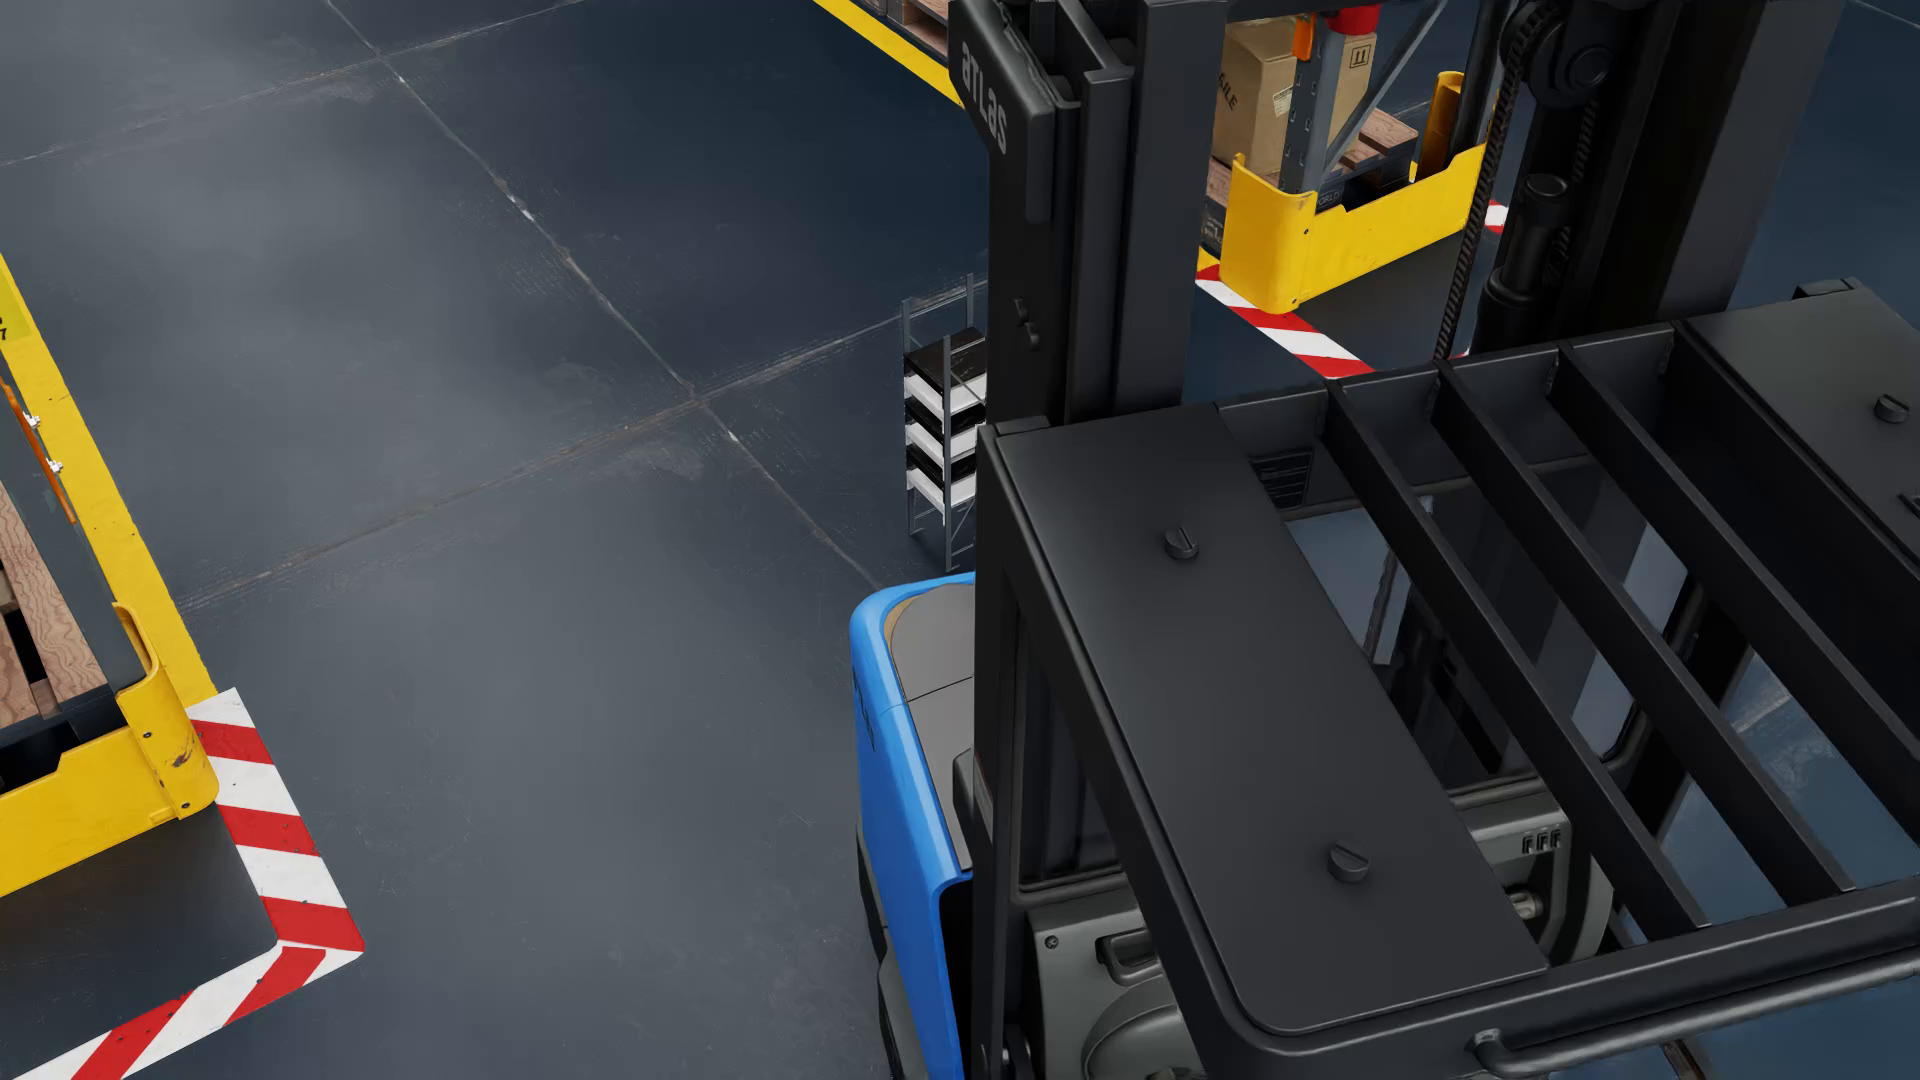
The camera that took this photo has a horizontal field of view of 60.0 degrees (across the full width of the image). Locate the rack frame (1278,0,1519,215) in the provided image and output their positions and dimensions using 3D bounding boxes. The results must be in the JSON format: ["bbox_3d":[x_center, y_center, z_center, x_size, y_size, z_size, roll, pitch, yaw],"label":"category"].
[{"bbox_3d":[1.573,-2.182,5.364,1.000,3.000,0.127,-26,49,-24],"label":"rack frame"}]

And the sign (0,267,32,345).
[{"bbox_3d":[-2.036,-0.541,3.443,0.100,0.325,0.005,-26,49,-24],"label":"sign"}]

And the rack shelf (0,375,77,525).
[{"bbox_3d":[-3.633,-1.098,4.749,1.077,0.370,4.000,-26,49,-24],"label":"rack shelf"}]

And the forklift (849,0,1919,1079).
[{"bbox_3d":[0.619,0.729,2.364,1.130,2.935,3.031,-10,45,-11],"label":"forklift"}]

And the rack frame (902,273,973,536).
[{"bbox_3d":[-0.063,-0.388,5.004,0.240,0.900,0.006,-26,49,-24],"label":"rack frame"}]

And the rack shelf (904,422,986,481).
[{"bbox_3d":[-0.005,-0.306,4.967,0.258,0.077,0.200,-26,49,-24],"label":"rack shelf"}]

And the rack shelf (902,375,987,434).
[{"bbox_3d":[-0.005,-0.436,4.843,0.258,0.077,0.200,-26,49,-24],"label":"rack shelf"}]

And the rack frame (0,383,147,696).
[{"bbox_3d":[-2.489,-0.226,3.314,1.000,3.000,0.127,-26,49,-24],"label":"rack frame"}]

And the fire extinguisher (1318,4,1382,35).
[{"bbox_3d":[1.261,-1.907,5.132,0.296,0.674,0.183,-26,49,-24],"label":"fire extinguisher"}]

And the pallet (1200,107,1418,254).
[{"bbox_3d":[1.094,-1.691,6.868,1.003,0.211,1.213,-26,49,-24],"label":"pallet"}]

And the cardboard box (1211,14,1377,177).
[{"bbox_3d":[1.230,-1.790,6.459,0.500,0.500,0.500,-17,46,-17],"label":"cardboard box"}]

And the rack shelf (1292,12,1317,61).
[{"bbox_3d":[0.429,-3.055,6.798,1.077,0.370,4.000,-26,49,-24],"label":"rack shelf"}]

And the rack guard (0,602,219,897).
[{"bbox_3d":[-2.571,0.654,4.203,1.175,0.500,0.348,-26,49,-24],"label":"rack guard"}]

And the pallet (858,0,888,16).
[{"bbox_3d":[-0.302,-3.073,8.316,1.003,0.211,1.213,-26,49,-24],"label":"pallet"}]

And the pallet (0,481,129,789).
[{"bbox_3d":[-3.032,0.296,4.787,1.003,0.211,1.213,-26,49,-24],"label":"pallet"}]

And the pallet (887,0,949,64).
[{"bbox_3d":[0.400,-2.381,7.591,1.003,0.211,1.213,-26,49,-24],"label":"pallet"}]

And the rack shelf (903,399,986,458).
[{"bbox_3d":[-0.005,-0.371,4.905,0.258,0.077,0.200,-26,49,-24],"label":"rack shelf"}]

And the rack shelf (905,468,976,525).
[{"bbox_3d":[-0.005,-0.176,5.091,0.258,0.077,0.200,-26,49,-24],"label":"rack shelf"}]

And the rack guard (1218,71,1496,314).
[{"bbox_3d":[1.530,-1.321,6.272,1.175,0.500,0.348,-26,49,-24],"label":"rack guard"}]

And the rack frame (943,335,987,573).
[{"bbox_3d":[0.054,-0.273,4.884,0.240,0.900,0.006,-26,49,-24],"label":"rack frame"}]

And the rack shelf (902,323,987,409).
[{"bbox_3d":[-0.005,-0.501,4.781,0.258,0.077,0.200,-26,49,-24],"label":"rack shelf"}]

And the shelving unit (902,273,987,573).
[{"bbox_3d":[-0.005,-0.330,4.944,0.258,0.900,0.210,-26,49,-24],"label":"shelving unit"}]

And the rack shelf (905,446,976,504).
[{"bbox_3d":[-0.005,-0.241,5.029,0.258,0.077,0.200,-26,49,-24],"label":"rack shelf"}]
